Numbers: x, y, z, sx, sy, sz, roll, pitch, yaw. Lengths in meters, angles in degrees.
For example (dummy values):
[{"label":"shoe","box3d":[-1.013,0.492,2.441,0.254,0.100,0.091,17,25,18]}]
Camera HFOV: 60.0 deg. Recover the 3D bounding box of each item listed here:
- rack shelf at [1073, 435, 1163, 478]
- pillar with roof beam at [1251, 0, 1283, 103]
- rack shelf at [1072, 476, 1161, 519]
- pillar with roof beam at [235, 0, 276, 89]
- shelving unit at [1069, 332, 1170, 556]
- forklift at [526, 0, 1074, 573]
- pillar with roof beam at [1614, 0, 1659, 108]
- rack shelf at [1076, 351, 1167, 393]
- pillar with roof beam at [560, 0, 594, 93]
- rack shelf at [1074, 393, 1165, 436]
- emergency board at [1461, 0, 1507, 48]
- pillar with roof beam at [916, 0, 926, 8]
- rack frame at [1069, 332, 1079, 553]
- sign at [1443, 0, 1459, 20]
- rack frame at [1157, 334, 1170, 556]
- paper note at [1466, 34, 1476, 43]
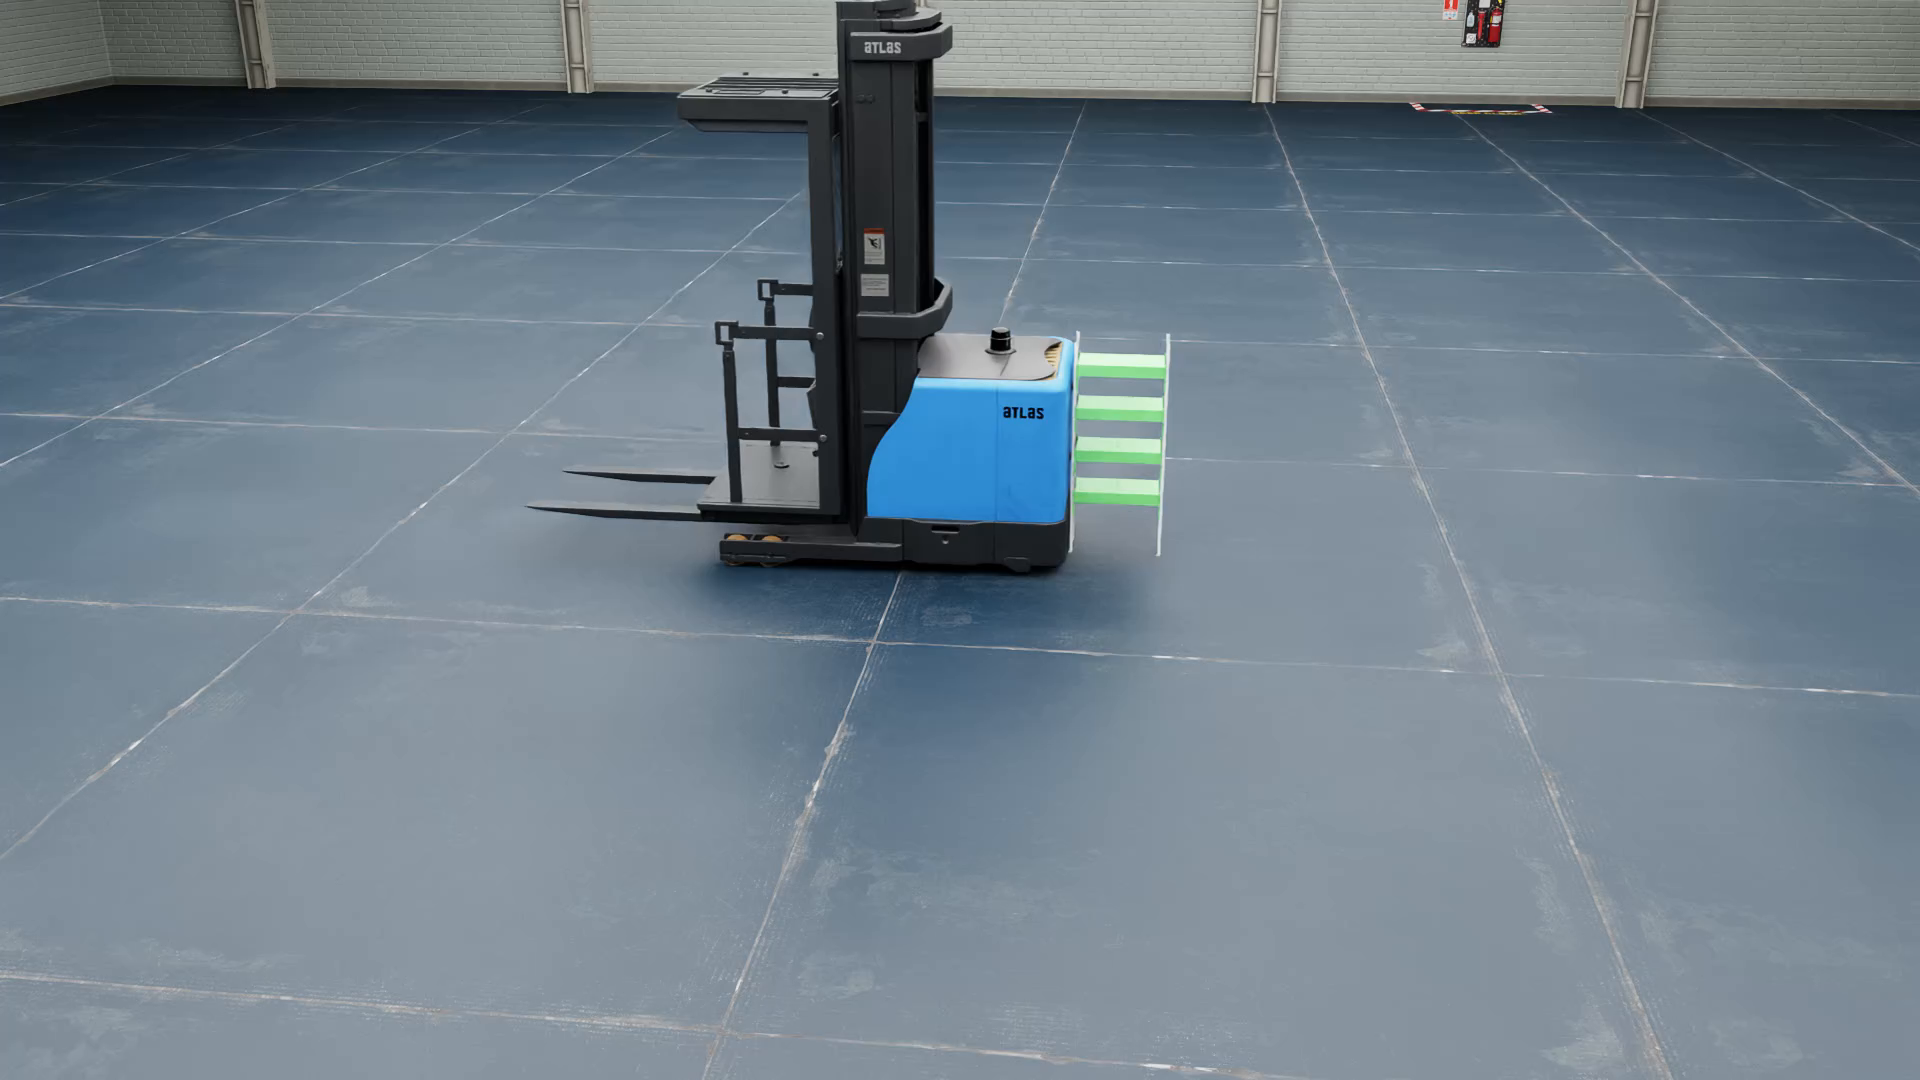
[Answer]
[{"label":"rack shelf","box3d":[0.871,-0.463,9.152,0.480,0.148,0.258,2,22,6]},{"label":"pillar with roof beam","box3d":[4.660,-10.081,22.700,0.400,9.000,9.100,2,22,6]},{"label":"rack shelf","box3d":[0.871,-0.239,9.240,0.480,0.148,0.258,2,22,6]},{"label":"pillar with roof beam","box3d":[-13.215,-10.860,24.670,0.400,9.000,9.100,2,22,6]},{"label":"shelving unit","box3d":[0.871,-0.522,9.128,0.503,1.200,0.258,2,22,6]},{"label":"forklift","box3d":[-0.890,-1.405,9.007,3.031,2.935,1.130,2,22,6]},{"label":"pillar with roof beam","box3d":[10.618,-9.822,22.044,0.400,9.000,9.100,2,22,6]},{"label":"rack shelf","box3d":[0.871,-0.909,8.975,0.480,0.148,0.258,2,22,6]},{"label":"pillar with roof beam","box3d":[-7.257,-10.601,24.013,0.400,9.000,9.100,2,22,6]},{"label":"rack shelf","box3d":[0.871,-0.686,9.063,0.480,0.148,0.258,2,22,6]},{"label":"emergency board","box3d":[8.675,-8.724,27.428,0.643,1.169,0.194,2,22,6]},{"label":"pillar with roof beam","box3d":[-1.299,-10.341,23.357,0.400,9.000,9.100,2,22,6]},{"label":"rack frame","box3d":[0.629,-0.532,9.153,0.015,1.200,0.240,2,22,6]},{"label":"sign","box3d":[8.138,-8.803,27.577,0.234,0.329,0.001,2,22,6]},{"label":"rack frame","box3d":[1.114,-0.512,9.103,0.015,1.200,0.240,2,22,6]},{"label":"paper note","box3d":[8.508,-8.348,27.673,0.142,0.148,0.016,2,22,6]}]
